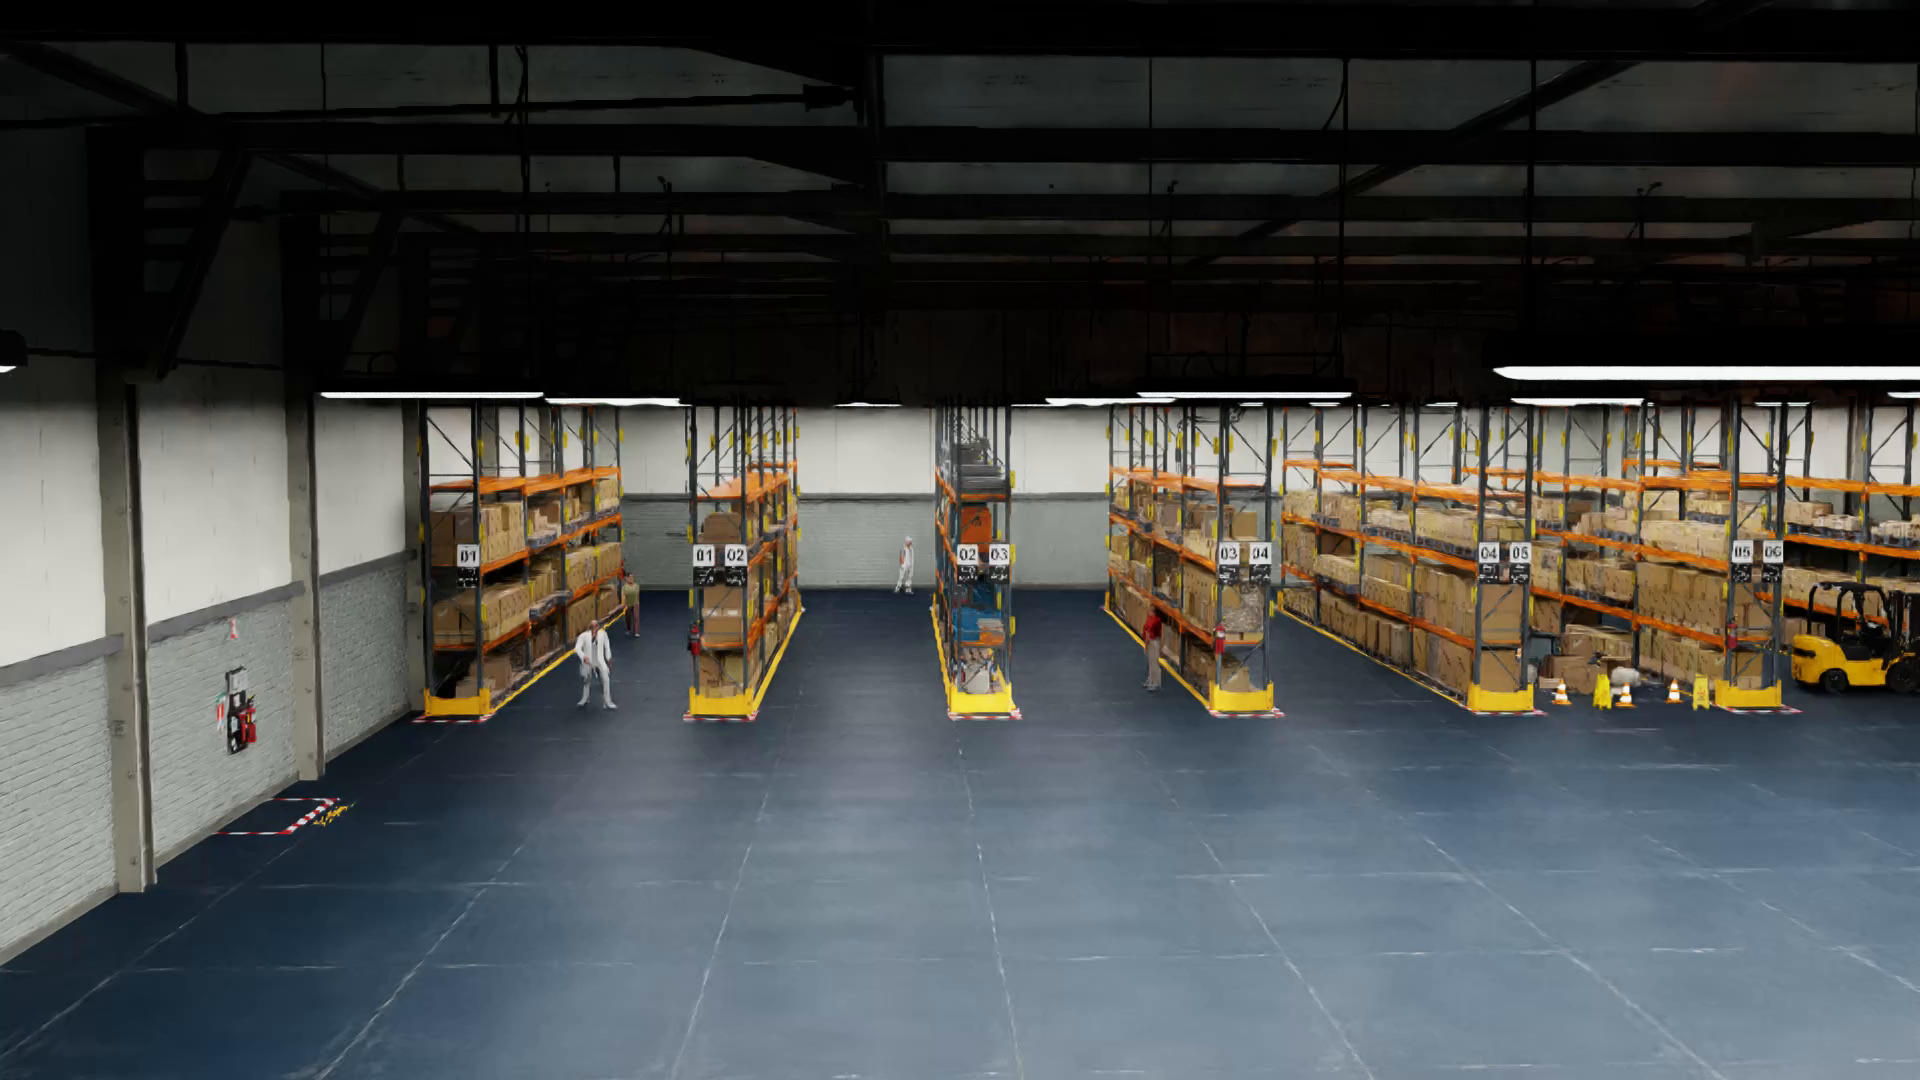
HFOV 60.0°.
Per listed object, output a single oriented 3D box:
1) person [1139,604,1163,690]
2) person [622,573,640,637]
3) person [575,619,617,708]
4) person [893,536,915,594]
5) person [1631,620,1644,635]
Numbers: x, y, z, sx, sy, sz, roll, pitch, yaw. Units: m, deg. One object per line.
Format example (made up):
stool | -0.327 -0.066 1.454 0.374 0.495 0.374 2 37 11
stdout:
person | 3.907 2.170 34.041 0.578 1.721 0.654 2 5 26
person | -8.279 1.619 41.796 0.445 1.605 1.017 -1 5 -11
person | -7.013 2.350 31.871 0.735 1.715 0.896 -1 5 -18
person | -1.748 0.783 51.526 0.703 1.787 0.473 -4 6 -44
person | 16.694 1.592 41.108 0.497 1.765 0.625 2 5 27
